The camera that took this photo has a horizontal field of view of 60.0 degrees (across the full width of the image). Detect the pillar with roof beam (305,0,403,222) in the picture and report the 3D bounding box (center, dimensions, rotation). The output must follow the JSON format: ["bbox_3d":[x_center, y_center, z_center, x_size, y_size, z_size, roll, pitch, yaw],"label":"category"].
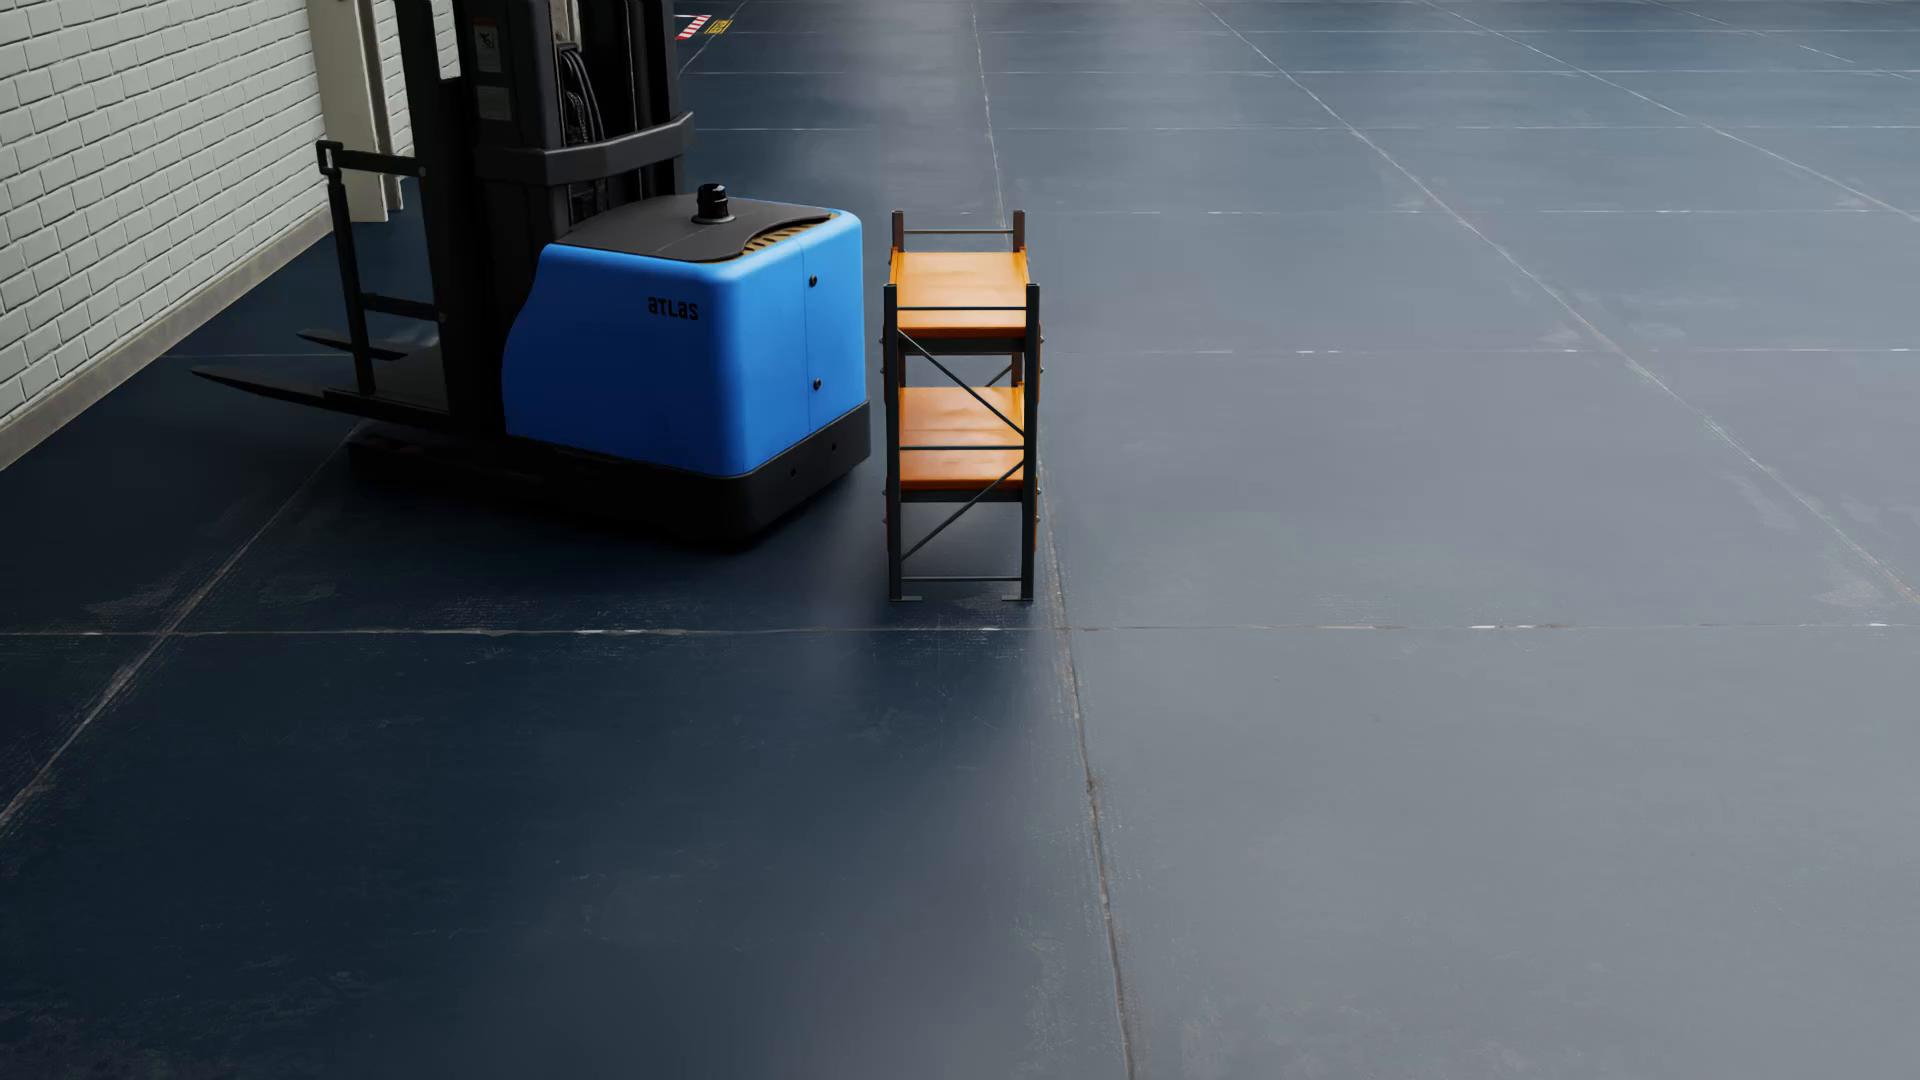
[{"bbox_3d":[0.407,-6.275,9.204,9.100,9.000,0.400,0,24,-1],"label":"pillar with roof beam"}]

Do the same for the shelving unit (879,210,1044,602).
[{"bbox_3d":[0.000,-0.515,6.024,0.538,1.125,1.048,0,24,-1],"label":"shelving unit"}]

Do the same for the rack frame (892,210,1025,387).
[{"bbox_3d":[-0.006,-0.725,6.488,0.500,1.125,0.032,0,24,-1],"label":"rack frame"}]

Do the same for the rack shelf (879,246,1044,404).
[{"bbox_3d":[0.000,-0.782,5.904,0.538,0.278,1.000,0,24,-1],"label":"rack shelf"}]

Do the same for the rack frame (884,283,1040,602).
[{"bbox_3d":[0.005,-0.306,5.561,0.500,1.125,0.032,0,24,-1],"label":"rack frame"}]

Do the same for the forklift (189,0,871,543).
[{"bbox_3d":[-1.920,-1.731,6.521,3.031,2.935,1.130,12,27,24],"label":"forklift"}]

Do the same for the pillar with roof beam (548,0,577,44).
[{"bbox_3d":[0.341,-8.747,14.670,9.100,9.000,0.400,0,24,-1],"label":"pillar with roof beam"}]

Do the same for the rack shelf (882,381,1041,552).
[{"bbox_3d":[0.000,-0.293,6.125,0.538,0.278,1.000,0,24,-1],"label":"rack shelf"}]
